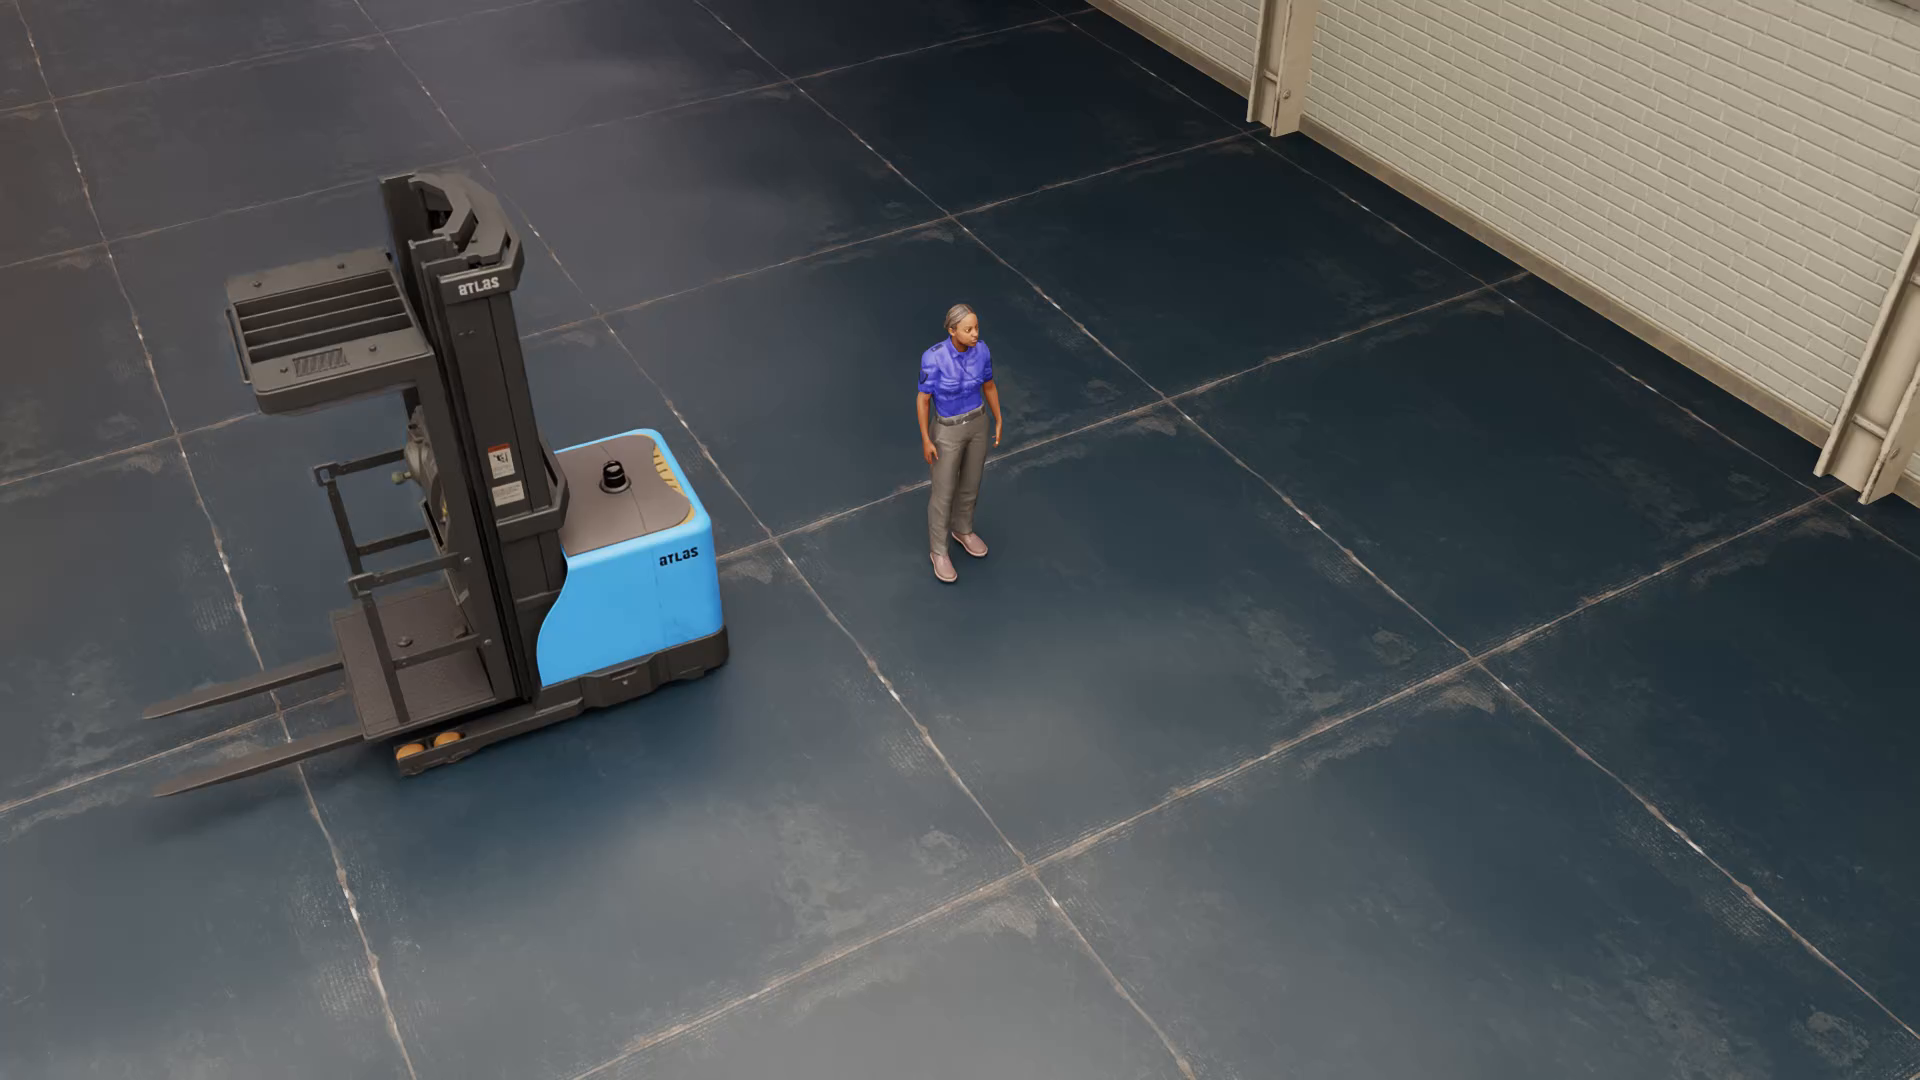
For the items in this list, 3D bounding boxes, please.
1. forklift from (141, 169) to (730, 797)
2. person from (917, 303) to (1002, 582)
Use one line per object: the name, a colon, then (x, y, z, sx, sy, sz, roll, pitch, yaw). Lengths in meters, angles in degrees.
forklift: (-2.864, -0.270, 8.362, 3.031, 2.935, 1.130, -17, 43, -20)
person: (0.026, -0.587, 9.733, 0.569, 1.654, 0.504, -20, 44, -23)
